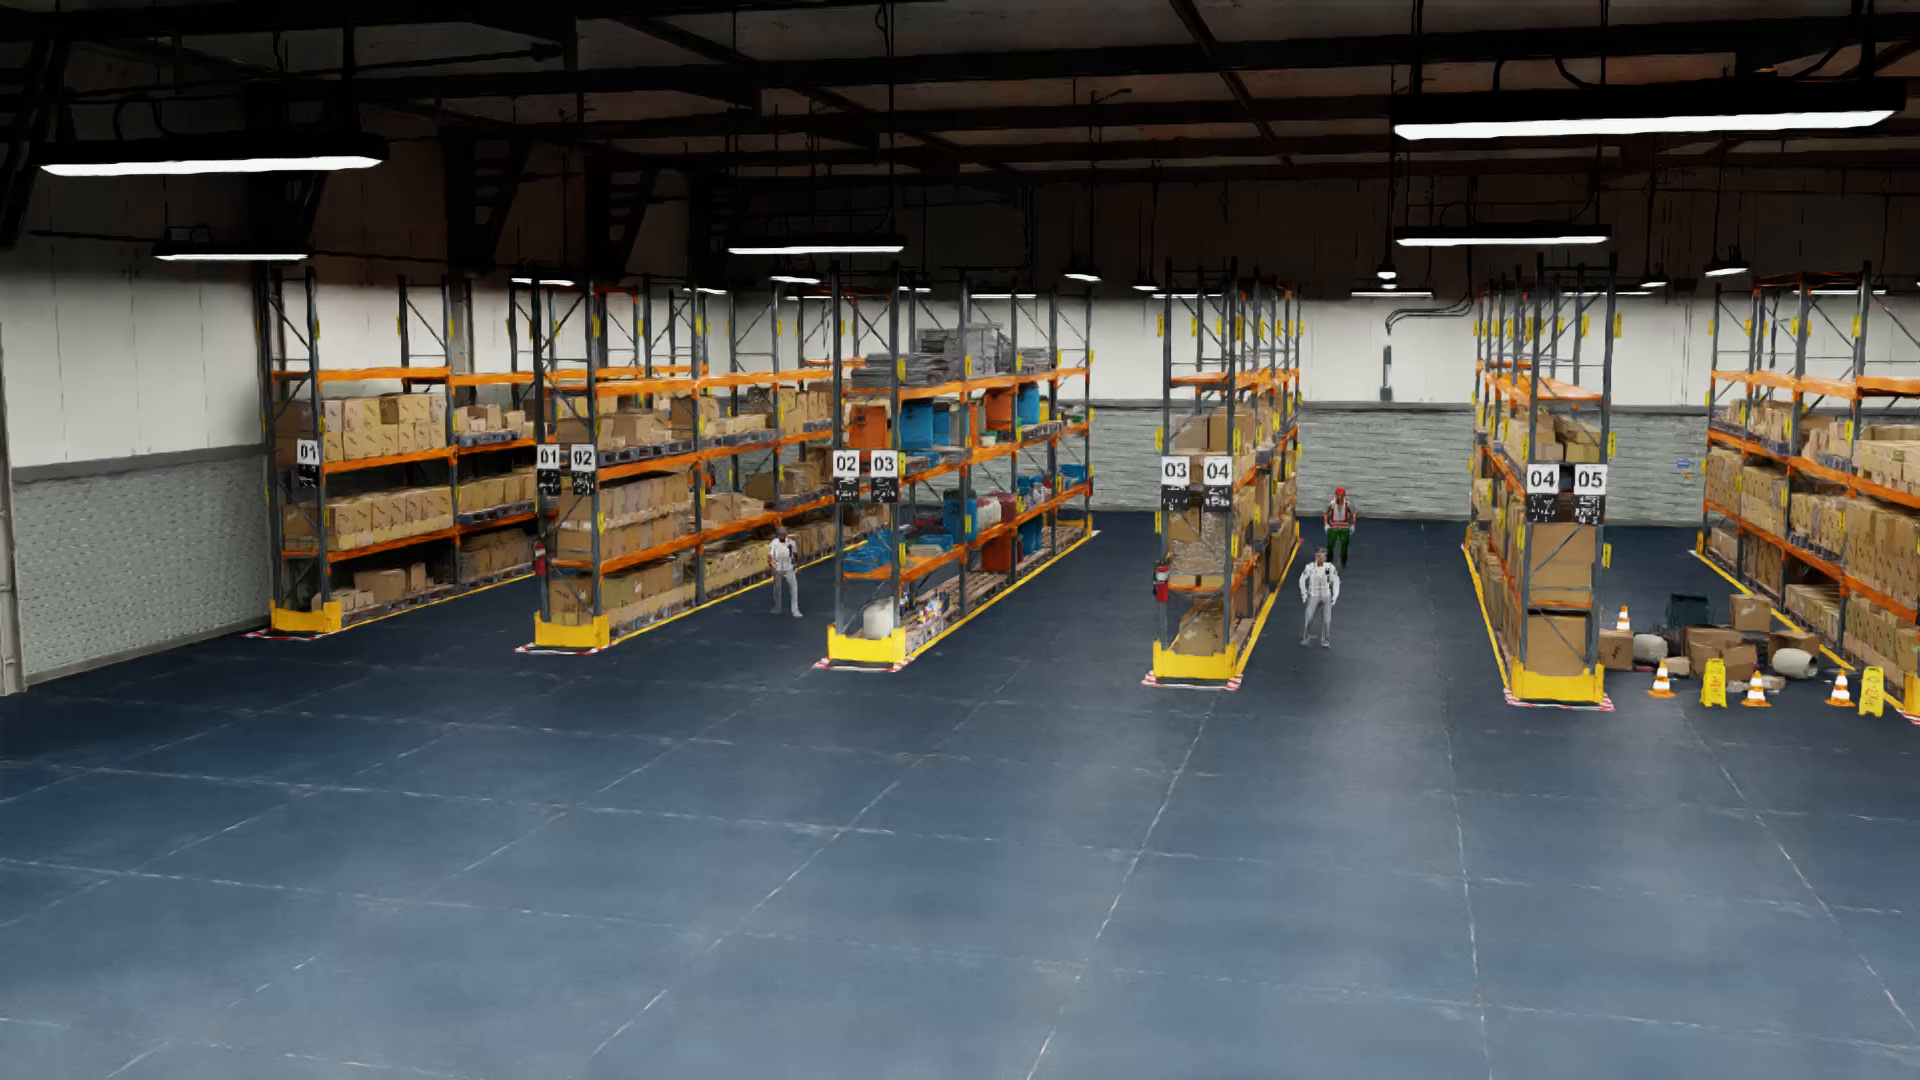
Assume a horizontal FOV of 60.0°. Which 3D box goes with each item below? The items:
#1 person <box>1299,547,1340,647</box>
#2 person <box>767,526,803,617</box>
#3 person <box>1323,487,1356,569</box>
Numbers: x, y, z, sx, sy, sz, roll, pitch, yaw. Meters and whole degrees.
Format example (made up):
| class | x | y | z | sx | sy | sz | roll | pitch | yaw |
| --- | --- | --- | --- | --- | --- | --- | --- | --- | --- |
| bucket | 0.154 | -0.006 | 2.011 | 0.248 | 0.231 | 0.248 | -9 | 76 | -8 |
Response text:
| class | x | y | z | sx | sy | sz | roll | pitch | yaw |
| --- | --- | --- | --- | --- | --- | --- | --- | --- | --- |
| person | 5.654 | 0.889 | 26.173 | 0.639 | 1.632 | 0.506 | 2 | 7 | 13 |
| person | -3.054 | 0.517 | 29.061 | 0.621 | 1.606 | 0.828 | 0 | 7 | -2 |
| person | 7.905 | -0.250 | 34.695 | 0.677 | 1.742 | 0.552 | 2 | 7 | 13 |
